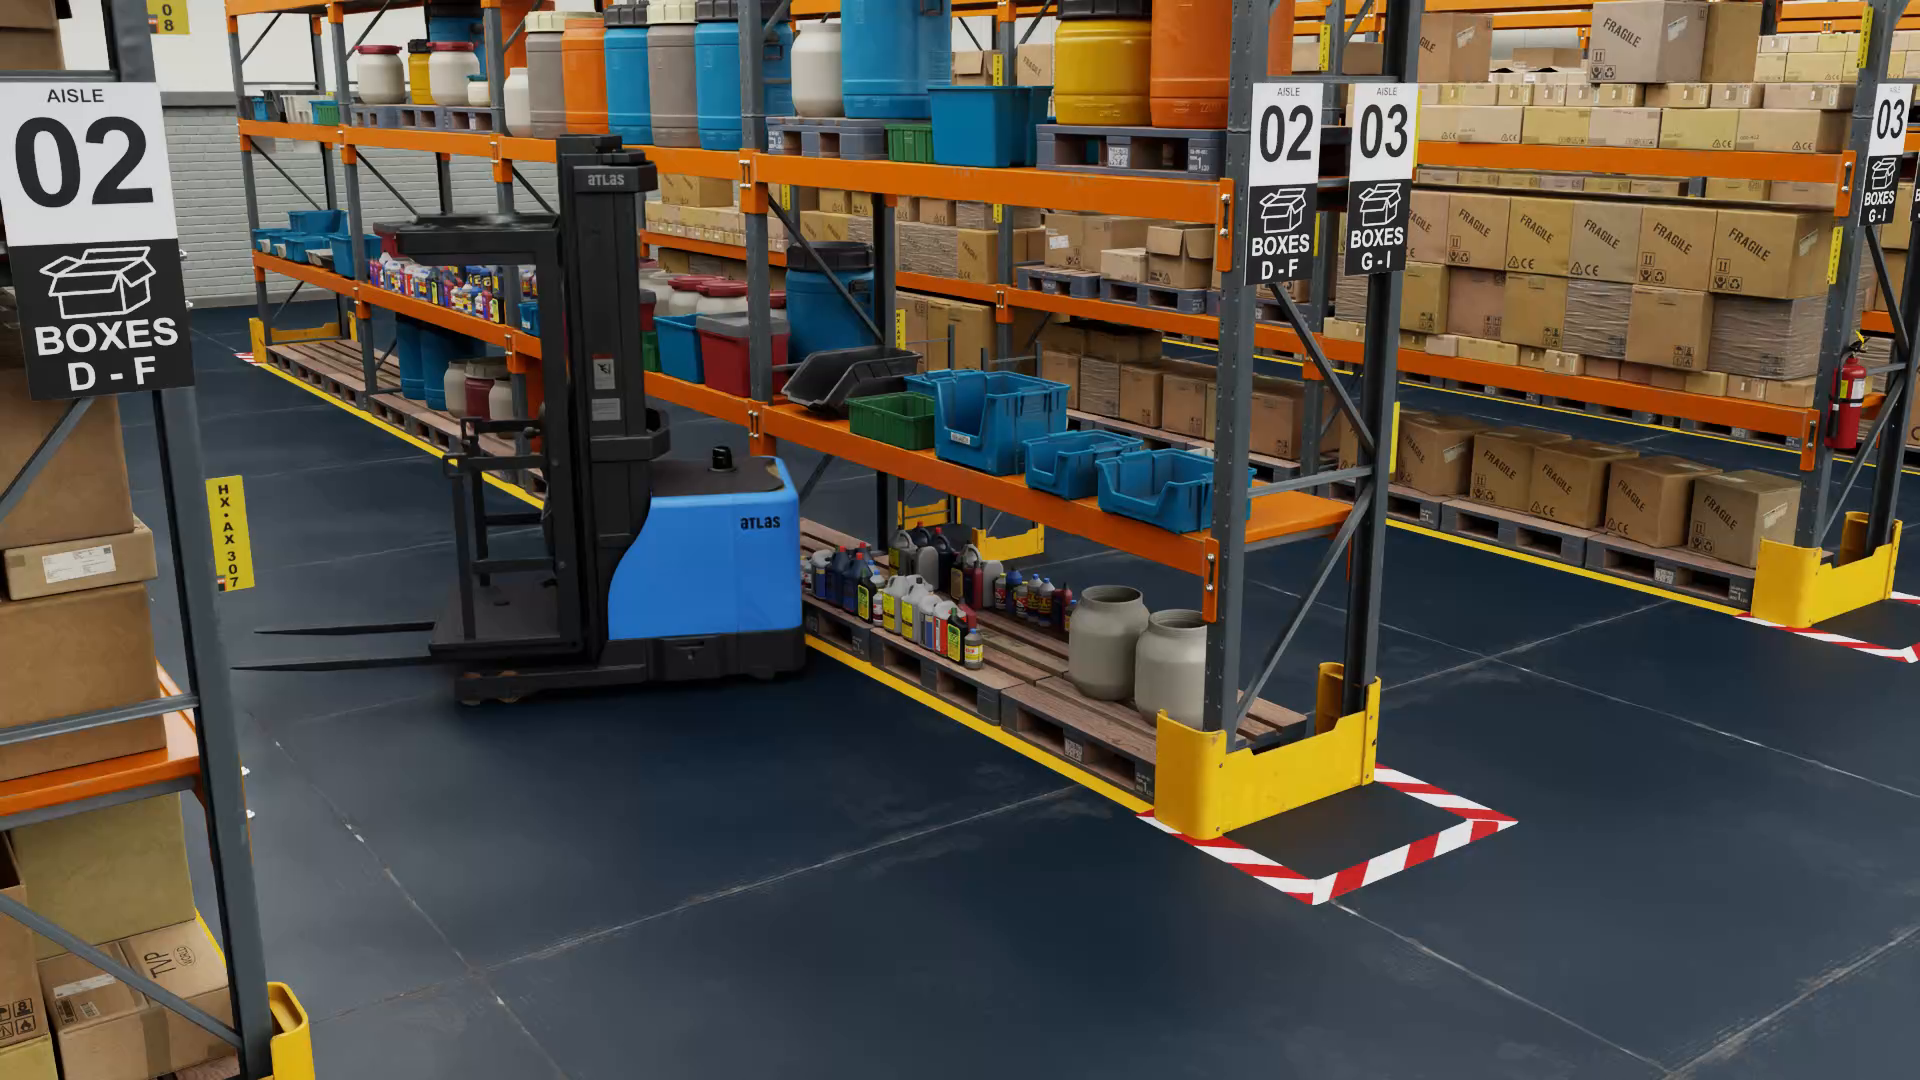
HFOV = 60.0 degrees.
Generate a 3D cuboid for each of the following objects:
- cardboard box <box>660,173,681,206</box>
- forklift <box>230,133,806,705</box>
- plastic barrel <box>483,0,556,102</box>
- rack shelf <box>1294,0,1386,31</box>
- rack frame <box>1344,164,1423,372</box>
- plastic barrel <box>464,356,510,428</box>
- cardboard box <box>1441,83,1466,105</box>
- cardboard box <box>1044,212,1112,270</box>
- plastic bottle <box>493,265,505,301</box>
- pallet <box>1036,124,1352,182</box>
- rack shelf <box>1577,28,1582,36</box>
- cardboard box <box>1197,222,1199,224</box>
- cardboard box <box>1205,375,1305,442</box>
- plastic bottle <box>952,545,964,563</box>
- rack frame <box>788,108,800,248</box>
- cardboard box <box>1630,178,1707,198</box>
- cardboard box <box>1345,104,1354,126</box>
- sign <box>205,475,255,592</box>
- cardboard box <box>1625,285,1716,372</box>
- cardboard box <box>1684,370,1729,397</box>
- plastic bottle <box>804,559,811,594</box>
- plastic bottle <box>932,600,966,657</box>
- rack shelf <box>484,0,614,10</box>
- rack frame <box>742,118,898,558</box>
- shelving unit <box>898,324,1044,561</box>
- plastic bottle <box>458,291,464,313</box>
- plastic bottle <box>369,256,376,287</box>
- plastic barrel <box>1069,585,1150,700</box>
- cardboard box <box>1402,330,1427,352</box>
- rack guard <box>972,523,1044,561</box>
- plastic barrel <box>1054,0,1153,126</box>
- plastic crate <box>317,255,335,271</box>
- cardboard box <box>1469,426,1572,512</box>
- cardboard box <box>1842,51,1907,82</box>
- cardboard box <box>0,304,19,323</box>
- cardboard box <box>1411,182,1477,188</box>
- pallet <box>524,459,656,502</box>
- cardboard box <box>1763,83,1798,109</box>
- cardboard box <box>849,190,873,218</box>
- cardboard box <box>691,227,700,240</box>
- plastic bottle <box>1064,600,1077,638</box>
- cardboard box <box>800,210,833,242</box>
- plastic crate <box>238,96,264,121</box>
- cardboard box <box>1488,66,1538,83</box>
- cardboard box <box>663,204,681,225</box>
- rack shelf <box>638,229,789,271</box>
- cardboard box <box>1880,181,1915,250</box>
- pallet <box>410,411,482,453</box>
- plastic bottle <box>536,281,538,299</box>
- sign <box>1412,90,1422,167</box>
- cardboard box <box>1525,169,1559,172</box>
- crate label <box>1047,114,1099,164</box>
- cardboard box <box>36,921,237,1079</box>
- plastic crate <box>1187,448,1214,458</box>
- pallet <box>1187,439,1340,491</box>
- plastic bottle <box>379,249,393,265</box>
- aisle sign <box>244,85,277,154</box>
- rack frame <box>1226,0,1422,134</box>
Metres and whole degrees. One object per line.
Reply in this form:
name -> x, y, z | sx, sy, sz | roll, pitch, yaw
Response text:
cardboard box -> -3.537, -4.611, 21.543 | 0.500, 0.500, 0.500 | -11, 19, -36
forklift -> -2.428, -0.686, 9.032 | 3.031, 2.935, 1.130 | -3, 16, -11
plastic barrel -> -3.529, -3.931, 13.465 | 0.600, 0.830, 0.708 | -11, 19, -35
rack shelf -> 3.704, -6.251, 19.988 | 1.077, 0.370, 4.000 | -11, 19, -35
rack frame -> 4.880, -3.470, 19.071 | 1.000, 3.000, 0.127 | -11, 19, -35
plastic barrel -> -4.163, -1.335, 15.044 | 0.600, 0.588, 0.708 | -11, 19, -35
cardboard box -> 3.636, -3.164, 11.799 | 0.380, 0.149, 0.250 | -10, 18, -33
cardboard box -> 1.159, -2.863, 15.870 | 0.500, 0.500, 0.500 | -14, 21, -41
plastic bottle -> -4.141, -2.350, 15.074 | 0.144, 0.351, 0.185 | -11, 19, -35
pallet -> 1.099, -1.792, 7.617 | 1.003, 0.211, 1.213 | -11, 19, -35
rack shelf -> 9.310, -8.857, 28.760 | 1.077, 0.370, 4.000 | -11, 19, -35
cardboard box -> 3.160, -3.972, 20.586 | 0.380, 0.149, 0.250 | -11, 19, -36
cardboard box -> 2.552, -1.113, 14.363 | 0.700, 0.500, 0.500 | -11, 19, -35
plastic bottle -> 0.008, 0.162, 10.116 | 0.061, 0.283, 0.133 | -9, 18, -31
rack frame -> -1.543, -3.576, 19.458 | 1.000, 3.000, 0.127 | -11, 19, -35
cardboard box -> 6.935, -3.251, 16.189 | 0.700, 0.500, 0.500 | -11, 19, -35
cardboard box -> 3.218, -3.106, 12.344 | 0.500, 0.250, 0.500 | -12, 19, -37
sign -> -2.050, -0.017, 4.666 | 0.100, 0.325, 0.005 | -11, 19, -35
cardboard box -> 4.820, -1.415, 10.810 | 0.875, 0.500, 0.500 | -11, 19, -35
cardboard box -> 4.843, -1.020, 10.596 | 0.380, 0.149, 0.250 | -11, 19, -35
plastic bottle -> -0.893, 0.218, 10.063 | 0.097, 0.201, 0.097 | 0, 15, 0
plastic bottle -> -0.054, 0.475, 8.985 | 0.152, 0.276, 0.135 | -11, 19, -34
rack shelf -> -2.022, -3.879, 11.324 | 1.077, 0.370, 4.000 | -11, 19, -35
rack frame -> -0.846, -1.099, 10.408 | 1.000, 3.000, 0.127 | -11, 19, -35
shelving unit -> 0.045, -0.707, 11.819 | 0.587, 1.500, 1.083 | -11, 19, -35
plastic bottle -> -4.256, -2.058, 14.289 | 0.097, 0.201, 0.097 | 0, 15, 0
plastic bottle -> -5.679, -2.606, 16.137 | 0.061, 0.283, 0.133 | -11, 19, -35
plastic barrel -> 0.763, 0.517, 8.421 | 0.421, 0.512, 0.421 | 0, 15, 0
cardboard box -> 3.504, -1.497, 12.340 | 0.380, 0.149, 0.250 | -11, 19, -35
rack guard -> 0.338, 0.002, 11.595 | 0.587, 0.250, 0.087 | -11, 19, -35
plastic barrel -> 0.733, -2.208, 7.628 | 0.600, 0.588, 0.600 | 0, 15, 0
plastic crate -> -6.425, -2.900, 17.399 | 0.437, 0.125, 0.590 | -11, 19, -35
cardboard box -> 4.135, -0.531, 12.274 | 0.500, 0.500, 0.500 | -13, 20, -39
cardboard box -> 7.888, -4.021, 14.140 | 0.500, 0.250, 0.500 | -11, 19, -35
cardboard box -> -3.409, -0.482, 5.509 | 0.700, 0.500, 0.500 | -11, 19, -34
cardboard box -> 3.648, -2.488, 12.837 | 0.500, 0.500, 0.500 | -11, 19, -35
pallet -> -2.774, -0.436, 13.270 | 1.003, 0.211, 1.213 | -11, 19, -35
cardboard box -> 5.039, -2.665, 9.976 | 0.380, 0.149, 0.250 | -12, 19, -36
cardboard box -> -0.767, -3.824, 18.277 | 0.797, 0.503, 0.637 | -11, 19, -34
cardboard box -> -3.195, -3.907, 21.146 | 0.380, 0.149, 0.250 | -11, 19, -35
plastic bottle -> 0.631, 0.435, 9.270 | 0.097, 0.201, 0.097 | 0, 15, 0
cardboard box -> -1.475, -3.487, 18.944 | 0.500, 0.500, 0.500 | -11, 19, -34
plastic crate -> -7.900, -4.919, 18.933 | 0.497, 0.269, 0.590 | -11, 19, -35
cardboard box -> 5.724, -4.719, 17.138 | 0.500, 0.311, 0.500 | -11, 19, -36
cardboard box -> -3.520, -4.247, 21.630 | 0.500, 0.250, 0.500 | -11, 19, -35
rack shelf -> -2.719, -3.656, 21.113 | 1.077, 0.370, 4.000 | -11, 19, -35
cardboard box -> 8.363, -2.777, 14.209 | 0.875, 0.550, 0.500 | -11, 19, -35
pallet -> -4.408, -1.030, 15.439 | 1.003, 0.211, 1.213 | -11, 19, -35
plastic bottle -> -3.723, -2.239, 14.817 | 0.097, 0.271, 0.097 | 0, 15, 0
sign -> 1.954, -1.780, 7.198 | 0.100, 0.325, 0.005 | -11, 19, -35
cardboard box -> 8.001, -4.968, 22.463 | 0.500, 0.500, 0.500 | -10, 18, -34
crate label -> 0.673, -2.070, 8.558 | 0.502, 0.251, 0.408 | -11, 19, -35
cardboard box -> -2.638, 1.498, 5.333 | 0.500, 0.250, 0.500 | -11, 19, -35
plastic crate -> 1.240, -0.358, 8.202 | 0.298, 0.136, 0.250 | -11, 19, -35
pallet -> 2.702, -0.688, 14.191 | 1.003, 0.211, 1.213 | -11, 19, -35
plastic bottle -> -5.581, -2.649, 16.166 | 0.144, 0.351, 0.185 | -11, 19, -35
aisle sign -> -8.184, -4.884, 19.314 | 0.394, 0.787, 0.004 | -11, 19, -35
rack frame -> 1.506, -3.138, 6.495 | 1.000, 3.000, 0.127 | -11, 19, -35
